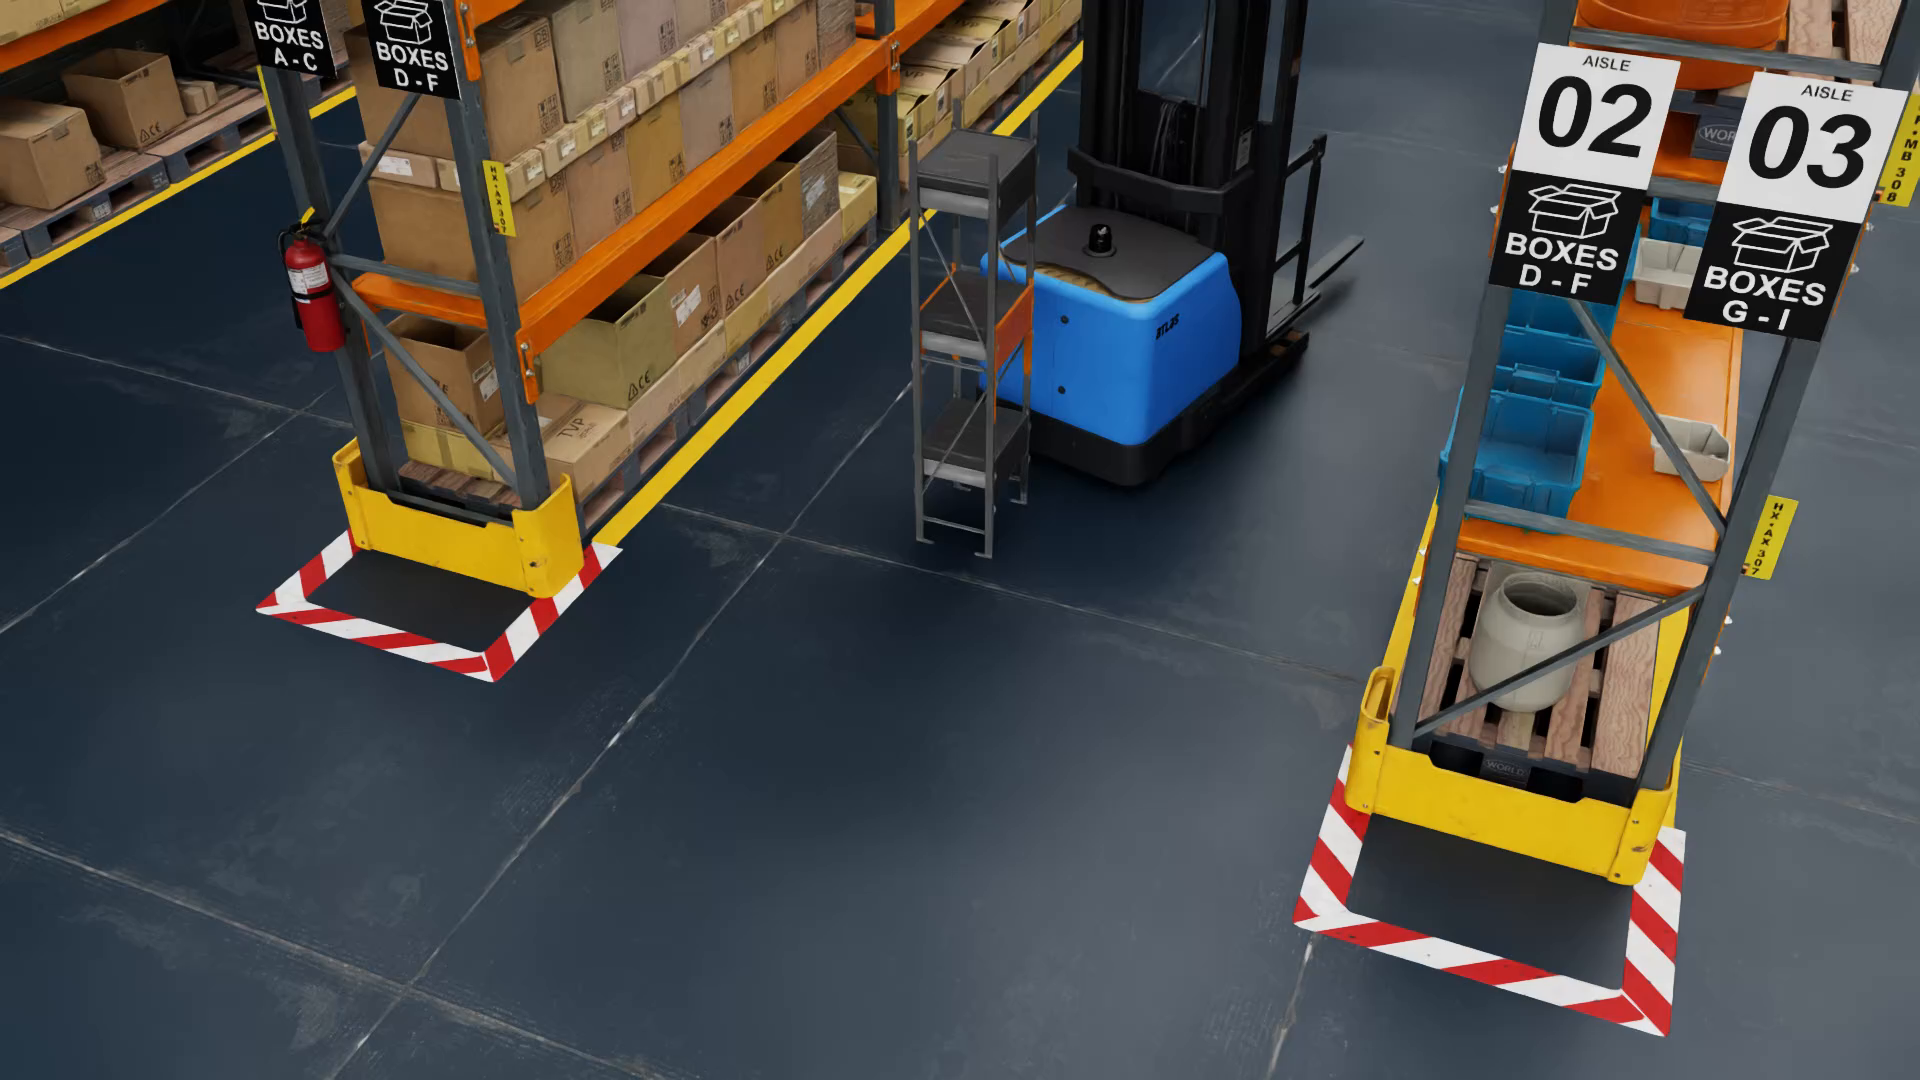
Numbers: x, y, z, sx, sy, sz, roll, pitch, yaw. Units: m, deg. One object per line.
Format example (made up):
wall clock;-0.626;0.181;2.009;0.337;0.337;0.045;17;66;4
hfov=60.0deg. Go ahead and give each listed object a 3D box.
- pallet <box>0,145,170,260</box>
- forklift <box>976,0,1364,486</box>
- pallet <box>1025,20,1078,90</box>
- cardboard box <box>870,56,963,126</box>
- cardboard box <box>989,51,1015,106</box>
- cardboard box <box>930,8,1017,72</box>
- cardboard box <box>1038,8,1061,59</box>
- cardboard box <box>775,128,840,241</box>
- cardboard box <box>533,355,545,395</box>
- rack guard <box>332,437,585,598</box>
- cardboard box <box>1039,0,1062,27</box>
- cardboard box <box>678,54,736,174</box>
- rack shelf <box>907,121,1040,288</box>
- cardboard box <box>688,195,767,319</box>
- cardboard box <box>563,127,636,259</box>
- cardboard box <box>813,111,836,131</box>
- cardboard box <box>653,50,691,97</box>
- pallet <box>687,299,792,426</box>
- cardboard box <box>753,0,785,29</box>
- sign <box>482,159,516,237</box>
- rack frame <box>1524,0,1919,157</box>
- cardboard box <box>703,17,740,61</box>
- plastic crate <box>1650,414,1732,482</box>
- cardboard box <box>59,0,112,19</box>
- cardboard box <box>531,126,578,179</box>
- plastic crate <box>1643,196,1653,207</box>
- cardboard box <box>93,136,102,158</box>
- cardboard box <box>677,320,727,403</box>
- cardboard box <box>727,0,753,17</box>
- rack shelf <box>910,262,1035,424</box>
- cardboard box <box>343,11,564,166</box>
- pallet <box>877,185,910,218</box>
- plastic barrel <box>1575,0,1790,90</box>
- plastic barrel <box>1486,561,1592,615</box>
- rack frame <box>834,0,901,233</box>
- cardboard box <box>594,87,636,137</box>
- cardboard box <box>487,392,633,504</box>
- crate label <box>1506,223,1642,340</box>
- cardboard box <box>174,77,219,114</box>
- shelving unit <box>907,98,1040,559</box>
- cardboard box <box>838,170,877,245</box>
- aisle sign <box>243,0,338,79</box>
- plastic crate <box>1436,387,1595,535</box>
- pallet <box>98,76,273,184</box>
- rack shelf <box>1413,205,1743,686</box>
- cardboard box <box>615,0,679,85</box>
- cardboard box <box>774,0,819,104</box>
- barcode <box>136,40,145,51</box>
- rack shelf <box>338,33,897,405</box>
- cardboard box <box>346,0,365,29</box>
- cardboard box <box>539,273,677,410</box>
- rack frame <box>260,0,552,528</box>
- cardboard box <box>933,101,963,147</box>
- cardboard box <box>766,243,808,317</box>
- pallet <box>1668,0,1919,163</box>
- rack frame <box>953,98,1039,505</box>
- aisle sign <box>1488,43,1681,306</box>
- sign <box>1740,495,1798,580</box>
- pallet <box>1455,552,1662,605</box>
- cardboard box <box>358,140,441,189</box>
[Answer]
pallet;-6.150;-2.321;11.178;1.003;0.211;1.213;14;39;18
forklift;1.364;-2.281;8.853;1.130;2.935;3.031;24;43;28
pallet;0.291;-4.020;13.452;1.003;0.211;1.213;14;39;18
cardboard box;-0.299;-3.108;11.381;0.500;0.311;0.500;13;39;17
cardboard box;0.086;-3.454;12.312;0.500;0.250;0.500;15;39;19
cardboard box;0.090;-3.684;12.151;0.500;0.311;0.500;15;39;19
cardboard box;0.473;-4.017;13.065;0.500;0.250;0.500;13;39;17
cardboard box;-1.057;-2.155;9.948;0.500;0.500;0.500;14;39;18
cardboard box;-2.294;-0.865;8.847;0.500;0.250;0.500;14;39;18
rack guard;-2.413;-0.140;8.019;1.175;0.500;0.348;14;39;18
cardboard box;0.477;-4.240;12.894;0.500;0.311;0.500;13;39;17
cardboard box;-1.628;-2.308;8.748;0.700;0.500;0.500;15;39;19
rack shelf;0.063;-1.482;7.333;0.431;0.518;0.480;14;39;18
cardboard box;-1.421;-1.598;9.201;0.500;0.500;0.500;14;39;18
cardboard box;-2.019;-1.742;7.991;0.700;0.500;0.500;15;39;19
cardboard box;-0.993;-2.950;11.169;0.500;0.311;0.500;14;39;18
cardboard box;-1.567;-2.336;8.244;0.380;0.149;0.250;13;39;17
pallet;-1.686;-1.143;9.603;1.003;0.211;1.213;14;39;18
cardboard box;-1.176;-2.906;9.008;0.380;0.149;0.250;14;39;18
sign;-1.893;-1.403;6.832;0.100;0.325;0.005;14;39;18
rack frame;2.176;-2.427;3.980;1.000;3.000;0.127;14;39;18
cardboard box;-1.370;-2.619;8.623;0.380;0.149;0.250;15;39;19
plastic crate;2.814;-0.340;6.420;0.298;0.136;0.250;14;39;18
cardboard box;-5.738;-3.556;10.610;0.500;0.250;0.500;14;39;17
cardboard box;-1.957;-1.769;7.486;0.380;0.149;0.250;13;39;17
plastic crate;3.381;-1.953;8.409;0.767;0.338;0.504;14;39;18
cardboard box;-6.091;-2.649;11.302;0.380;0.149;0.250;11;38;14
cardboard box;-1.616;-1.022;9.057;0.500;0.250;0.500;14;39;18
cardboard box;-1.427;-3.124;8.757;0.700;0.500;0.500;14;39;18
rack shelf;0.063;-0.922;7.752;0.431;0.518;0.480;14;39;18
cardboard box;-2.194;-1.999;7.251;0.700;0.500;0.500;14;39;18
pallet;-0.637;-2.669;11.644;1.003;0.211;1.213;14;39;18
plastic barrel;2.243;-1.863;5.023;0.600;0.830;0.708;14;39;18
plastic barrel;2.546;0.145;7.278;0.421;0.512;0.421;0;37;0
rack frame;-0.882;-3.369;10.252;1.000;3.000;0.127;14;39;18
cardboard box;-1.763;-2.046;7.857;0.380;0.149;0.250;13;39;17
cardboard box;-1.994;-0.467;8.316;0.500;0.250;0.500;14;39;18
crate label;2.626;-1.119;7.212;0.502;0.435;0.616;14;39;18
cardboard box;-5.640;-3.234;12.070;0.380;0.166;0.250;9;38;12
shelving unit;0.063;-0.933;7.744;0.431;2.100;0.503;14;39;18
cardboard box;-0.856;-2.129;10.539;0.500;0.250;0.500;14;39;18
aisle sign;-2.700;-2.226;6.551;0.394;0.787;0.004;14;39;18
plastic crate;2.089;-0.309;6.283;0.499;0.251;0.616;14;39;18
pallet;-5.687;-2.998;12.085;1.003;0.211;1.213;14;39;18
rack shelf;2.937;-0.843;7.473;1.077;0.370;4.000;14;39;18
cardboard box;-1.808;-2.570;8.016;0.700;0.500;0.500;14;39;18
cardboard box;-1.239;-2.868;9.498;0.700;0.500;0.500;13;39;17
barcode;-5.892;-3.554;11.953;0.001;0.075;0.075;14;39;18
rack shelf;-1.643;-1.973;8.986;1.077;0.370;4.000;14;39;18
cardboard box;-5.049;-4.379;13.324;0.700;0.500;0.500;13;39;17
cardboard box;-1.805;-1.045;8.462;0.500;0.500;0.500;14;39;18
rack frame;-2.404;-1.154;7.289;1.000;3.000;0.127;14;39;18
cardboard box;-0.303;-2.885;11.551;0.500;0.250;0.500;15;39;19
cardboard box;-1.232;-1.574;9.797;0.500;0.250;0.500;14;39;18
pallet;2.581;-1.585;5.518;1.003;0.211;1.213;14;39;18
rack frame;0.156;-1.068;7.925;0.400;2.100;0.015;14;39;18
aisle sign;1.874;-1.093;5.035;0.394;0.787;0.004;14;39;18
sign;2.683;-0.007;5.523;0.100;0.325;0.005;14;39;18
pallet;2.941;-0.081;8.182;1.003;0.211;1.213;14;39;18
cardboard box;-2.435;-1.709;7.406;0.380;0.149;0.250;13;39;17
